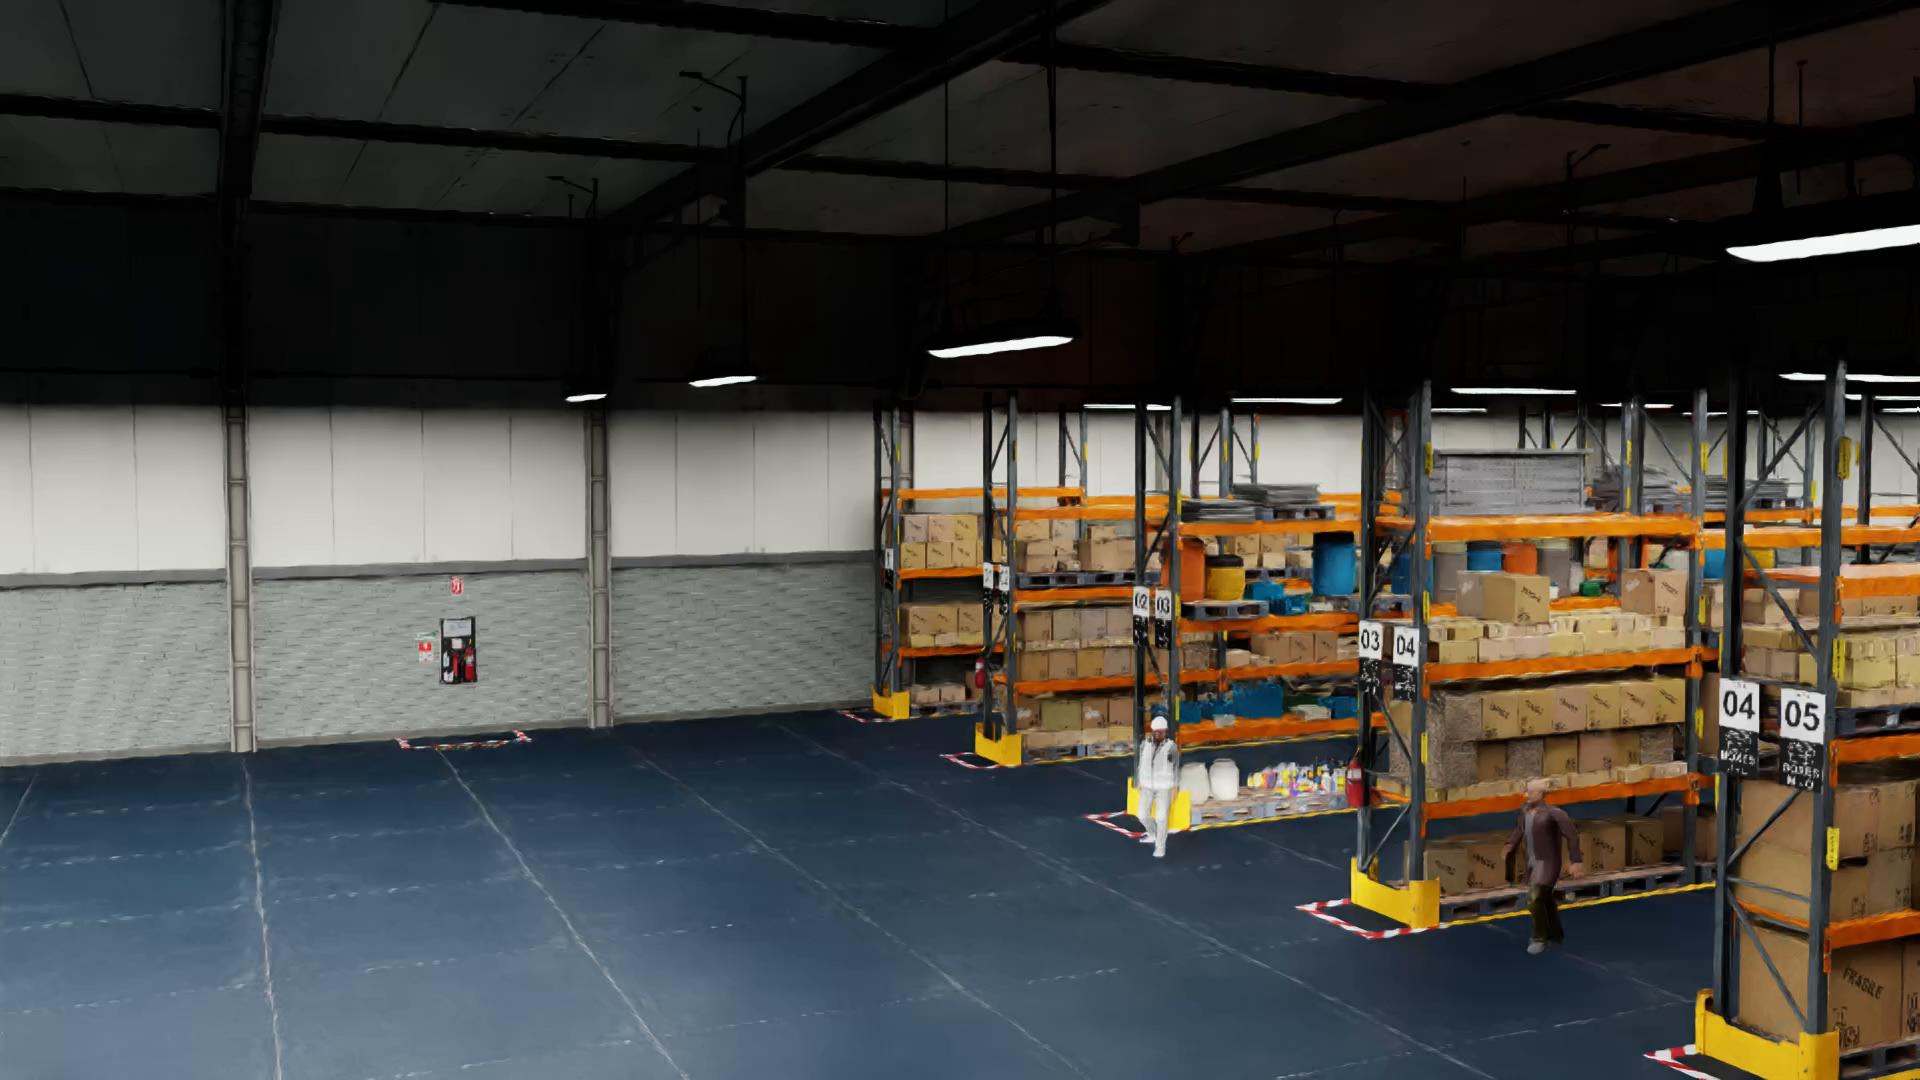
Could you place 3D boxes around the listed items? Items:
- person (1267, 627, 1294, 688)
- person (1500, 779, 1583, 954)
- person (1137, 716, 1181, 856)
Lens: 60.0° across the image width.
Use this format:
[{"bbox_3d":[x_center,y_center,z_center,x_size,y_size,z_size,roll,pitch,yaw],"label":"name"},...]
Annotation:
[{"bbox_3d":[6.343,2.410,33.522,1.090,1.583,0.497,-1,4,-22],"label":"person"},{"bbox_3d":[5.951,3.306,17.004,0.741,1.741,0.748,-1,4,-20],"label":"person"},{"bbox_3d":[2.495,3.069,20.888,0.589,1.765,0.549,2,4,30],"label":"person"}]
